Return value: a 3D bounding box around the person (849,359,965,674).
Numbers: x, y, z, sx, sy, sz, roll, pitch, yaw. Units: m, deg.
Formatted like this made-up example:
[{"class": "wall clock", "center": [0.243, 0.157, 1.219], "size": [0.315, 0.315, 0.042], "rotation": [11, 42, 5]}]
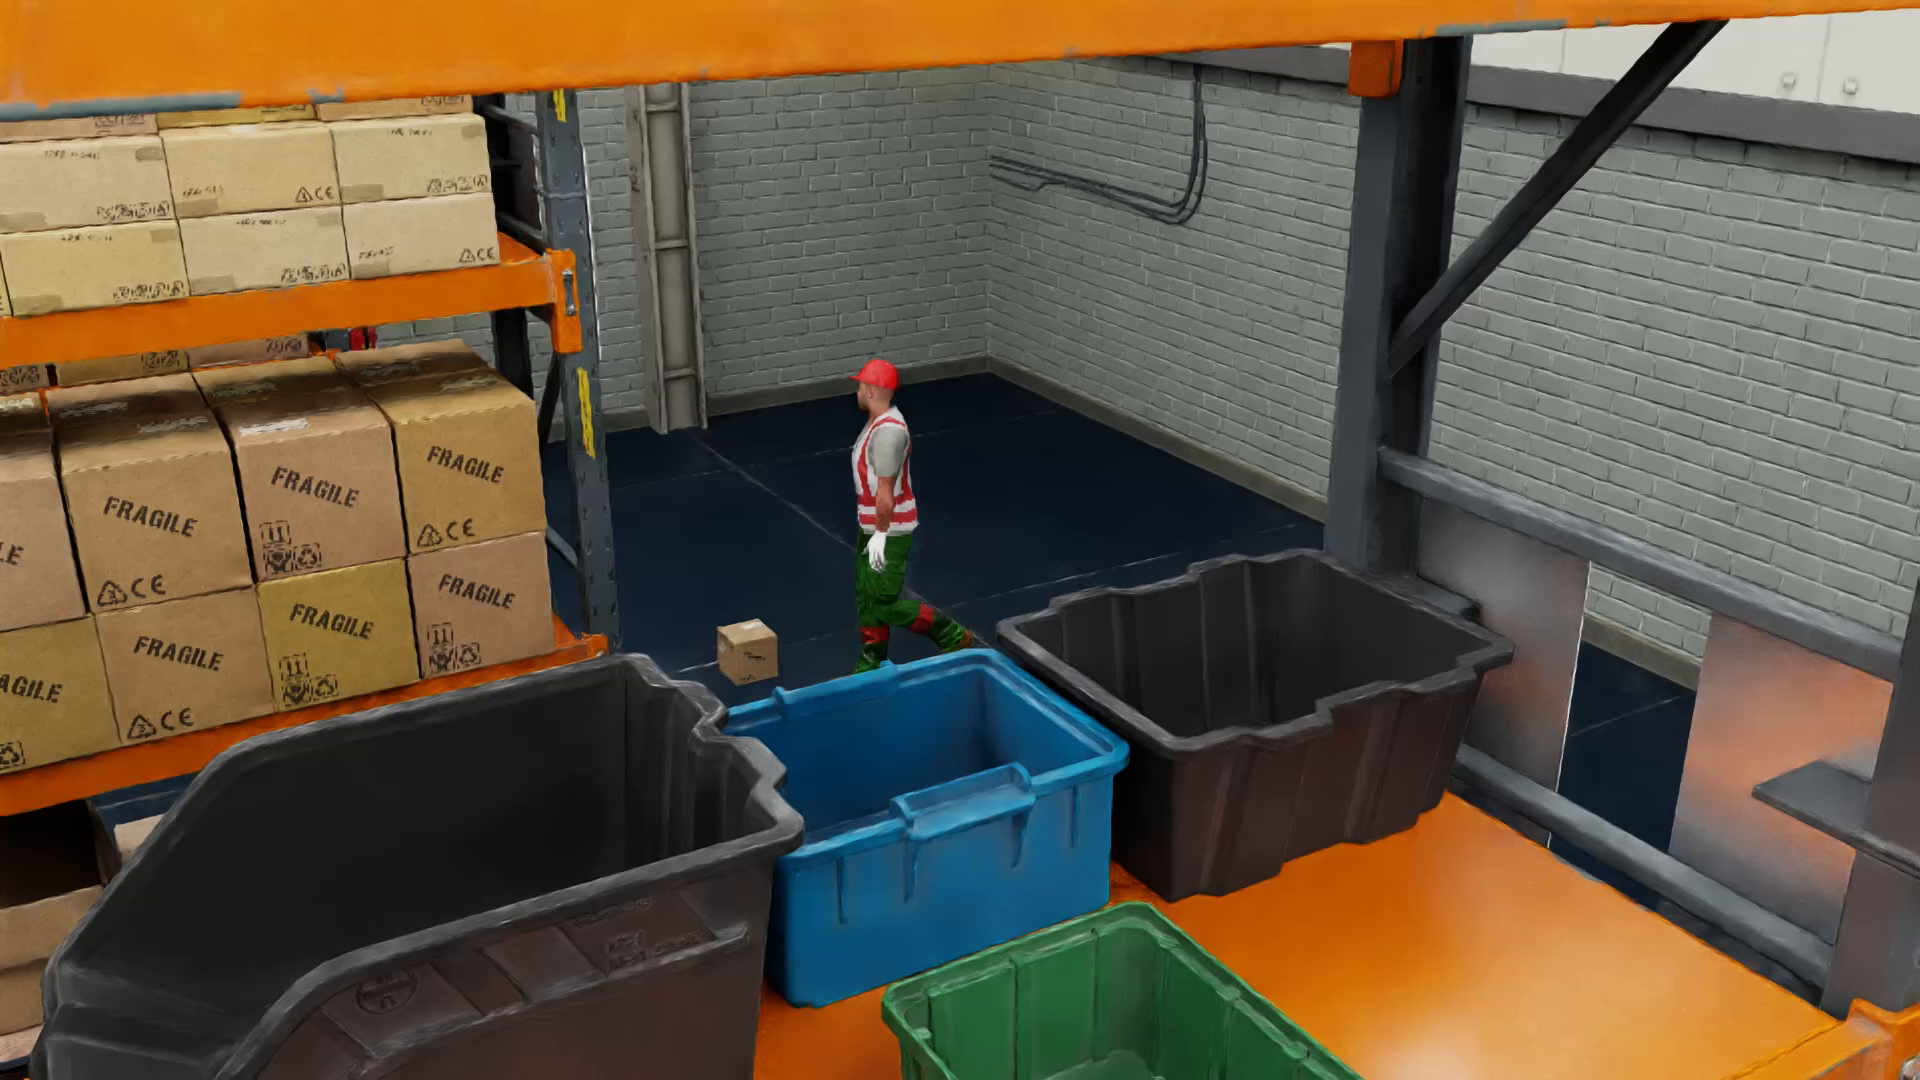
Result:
[{"class": "person", "center": [-0.304, -0.102, 8.760], "size": [0.597, 1.701, 0.572], "rotation": [-4, 22, -11]}]
